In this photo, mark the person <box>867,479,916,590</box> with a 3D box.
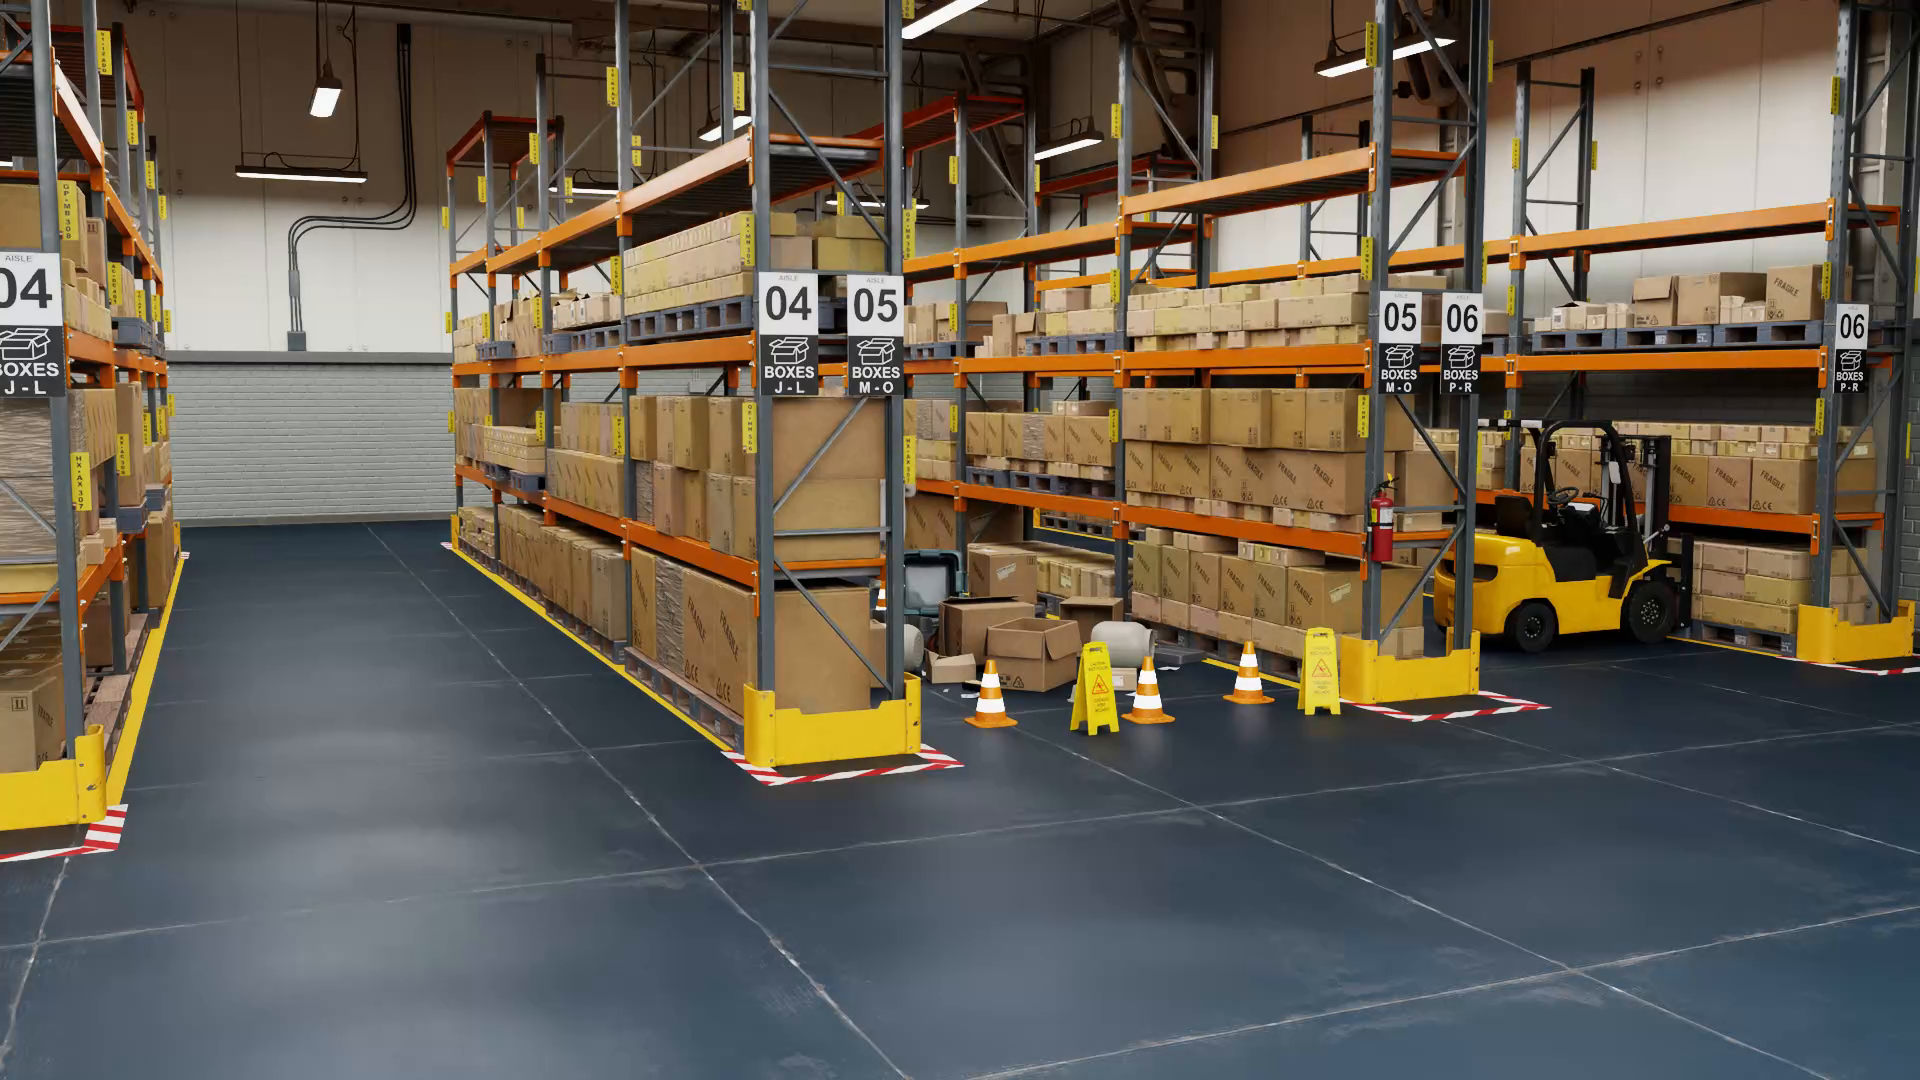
[{"bbox_3d":[-0.885,-0.253,19.871,0.719,1.788,0.775,-2,6,-19],"label":"person"}]
